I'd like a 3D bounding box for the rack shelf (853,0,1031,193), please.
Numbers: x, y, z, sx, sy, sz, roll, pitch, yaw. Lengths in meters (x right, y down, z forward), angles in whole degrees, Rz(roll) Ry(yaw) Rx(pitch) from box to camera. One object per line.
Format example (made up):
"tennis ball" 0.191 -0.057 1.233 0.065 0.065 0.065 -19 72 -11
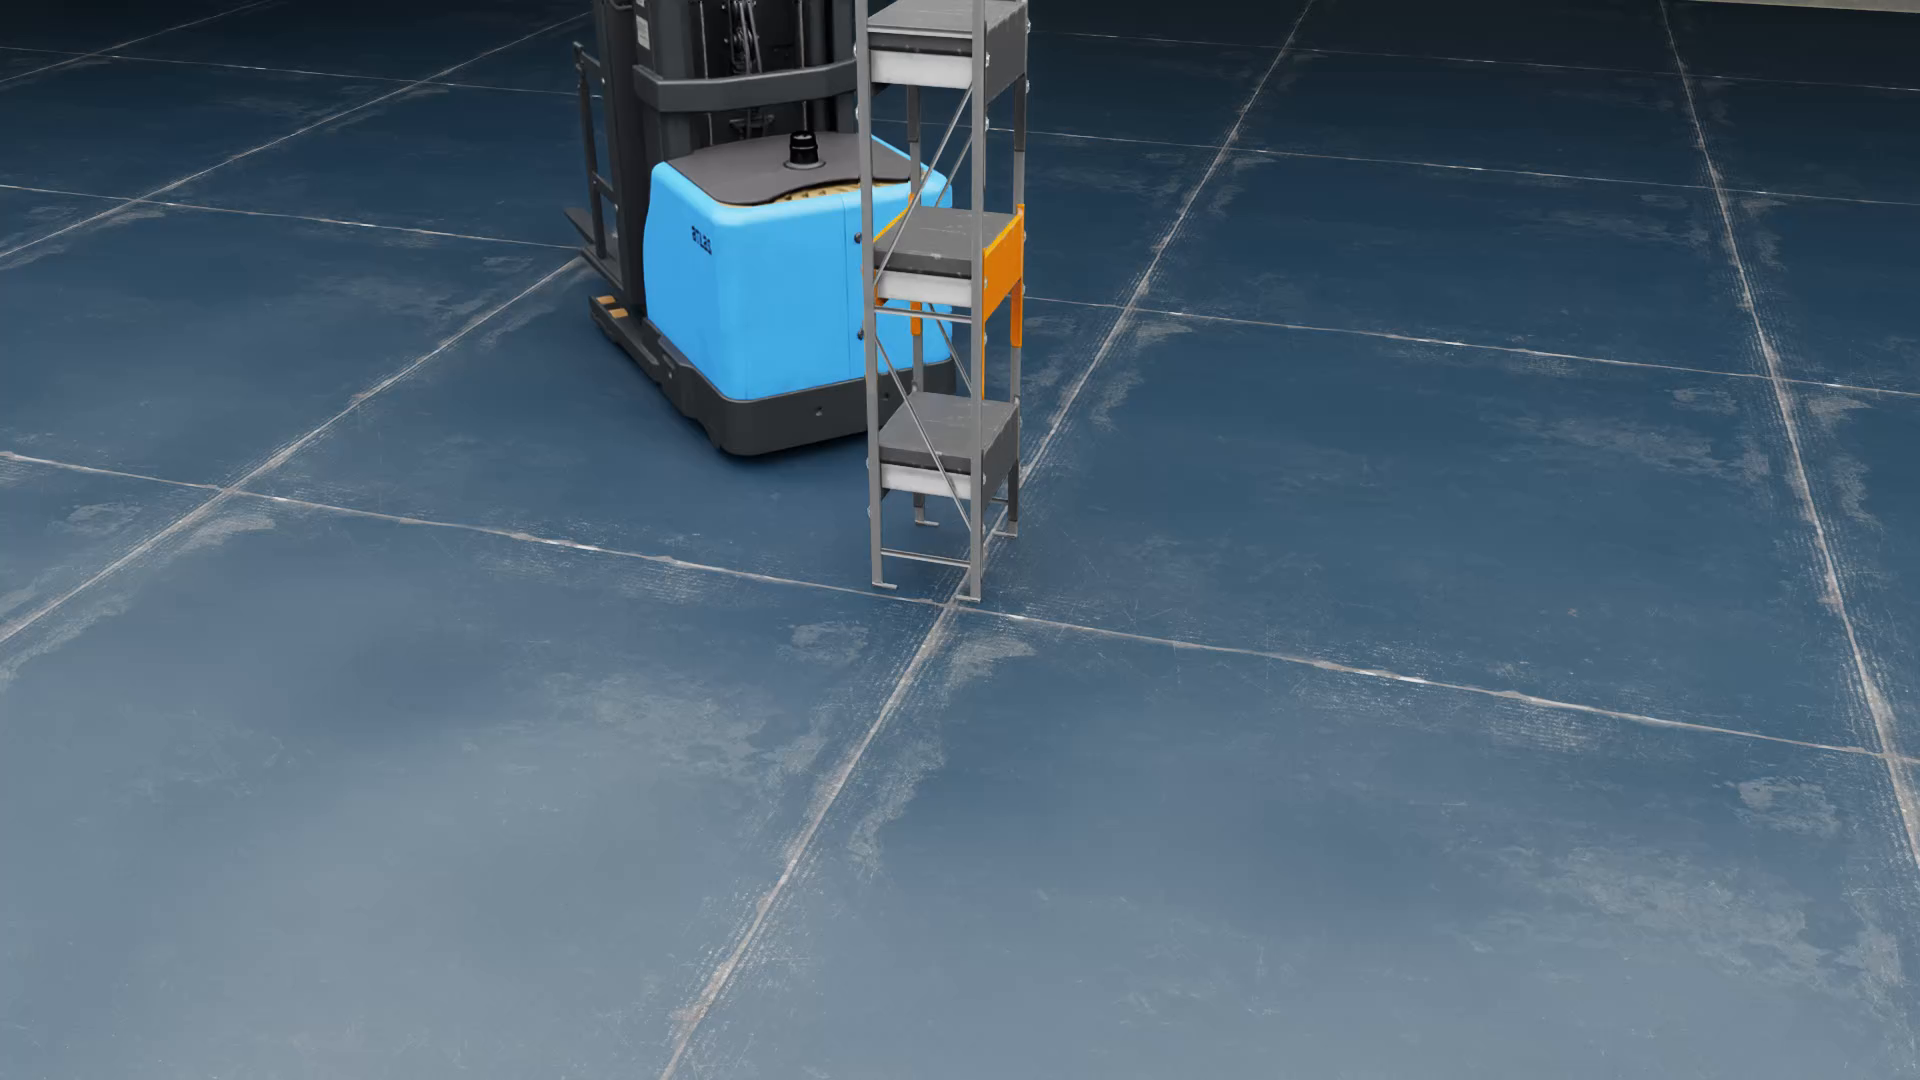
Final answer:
"rack shelf" -0.049 -1.440 5.268 0.431 0.518 0.480 8 30 15

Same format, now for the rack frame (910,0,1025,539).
"rack frame" 0.023 -0.954 5.805 0.400 2.100 0.015 8 30 15

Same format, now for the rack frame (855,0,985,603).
"rack frame" -0.120 -0.727 5.397 0.400 2.100 0.015 8 30 15

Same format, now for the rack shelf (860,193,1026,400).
"rack shelf" -0.049 -0.829 5.608 0.431 0.518 0.480 8 30 15

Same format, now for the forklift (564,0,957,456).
"forklift" -1.145 -2.309 7.386 1.130 2.935 3.031 -14 32 -24

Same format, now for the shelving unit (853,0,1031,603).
"shelving unit" -0.049 -0.841 5.601 0.431 2.100 0.503 8 30 15

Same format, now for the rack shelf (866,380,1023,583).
"rack shelf" -0.049 -0.217 5.948 0.431 0.518 0.480 8 30 15
